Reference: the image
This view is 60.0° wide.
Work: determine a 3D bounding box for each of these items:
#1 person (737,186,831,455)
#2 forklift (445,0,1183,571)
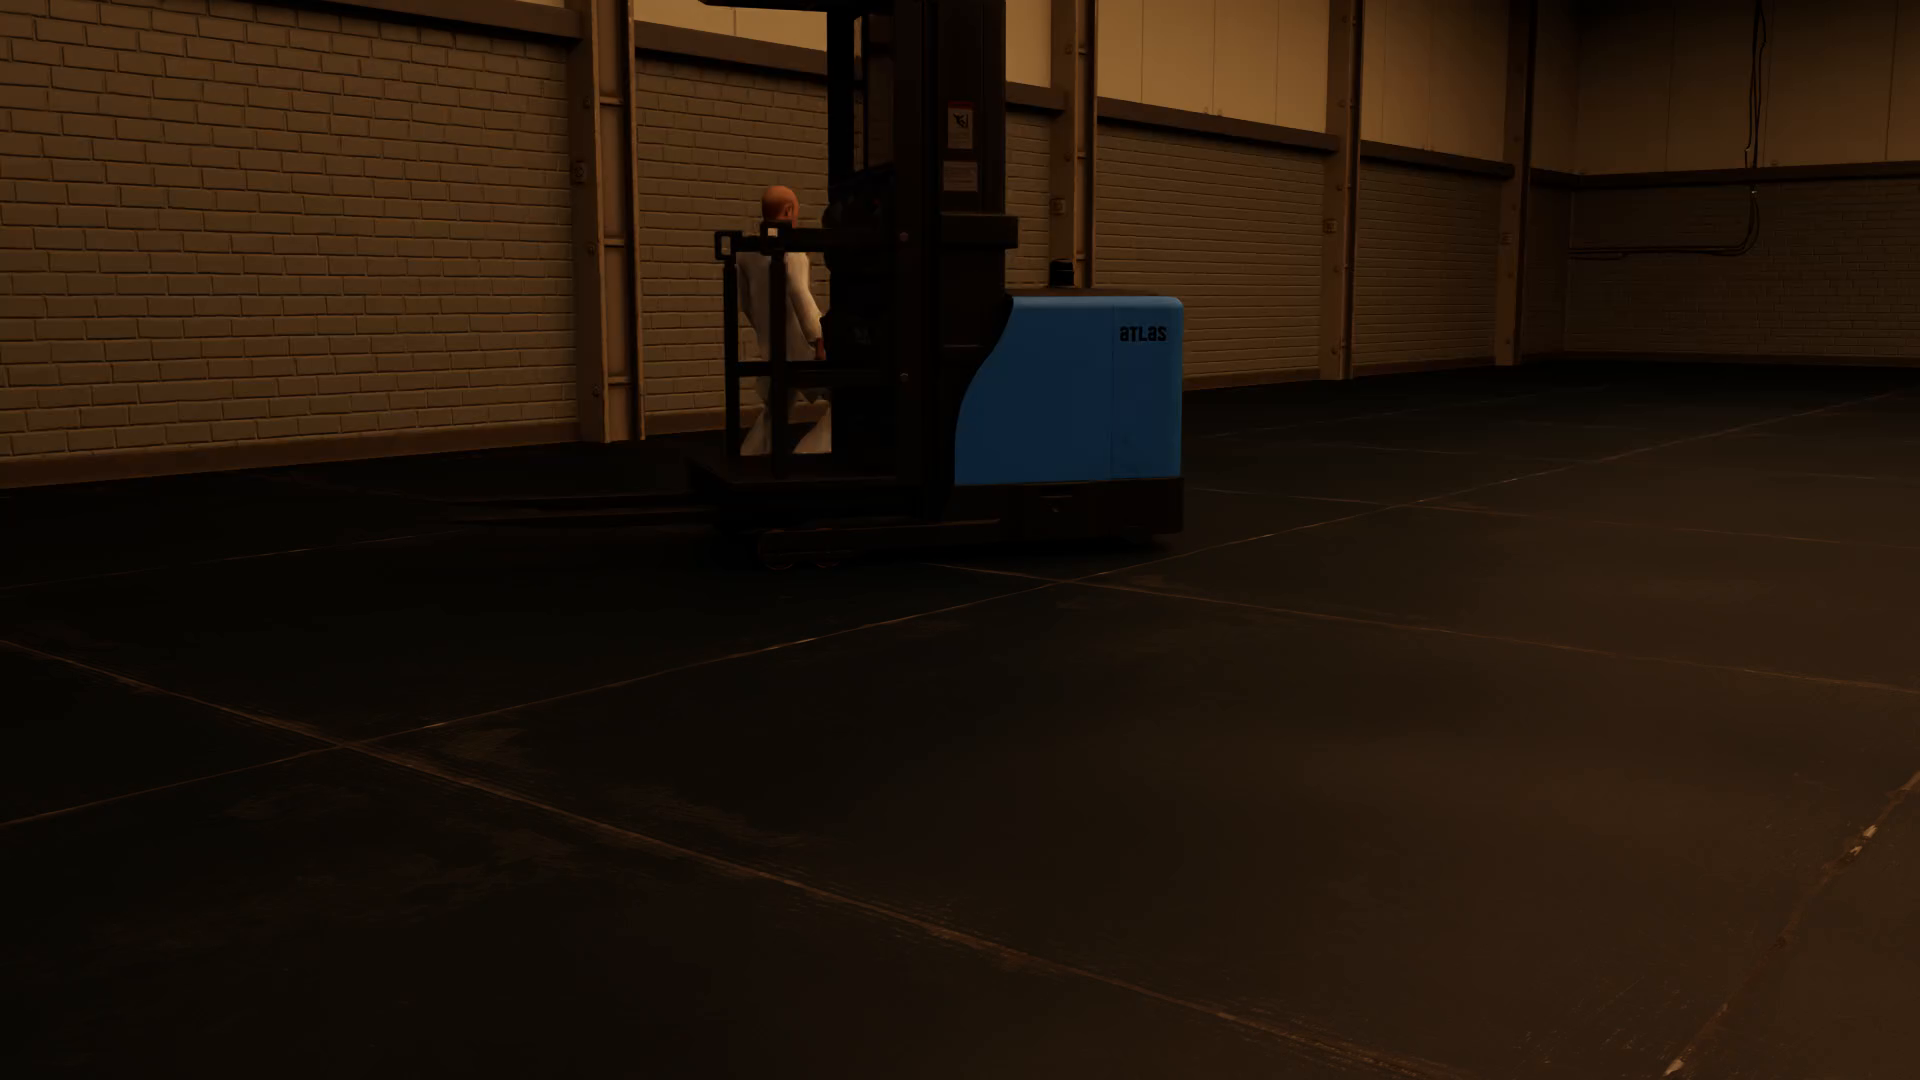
[{"bbox_3d":[-0.894,-1.032,8.808,0.617,1.663,0.977,-5,10,-30],"label":"person"},{"bbox_3d":[-0.614,-1.414,6.946,3.031,2.935,1.130,-3,9,-18],"label":"forklift"}]
